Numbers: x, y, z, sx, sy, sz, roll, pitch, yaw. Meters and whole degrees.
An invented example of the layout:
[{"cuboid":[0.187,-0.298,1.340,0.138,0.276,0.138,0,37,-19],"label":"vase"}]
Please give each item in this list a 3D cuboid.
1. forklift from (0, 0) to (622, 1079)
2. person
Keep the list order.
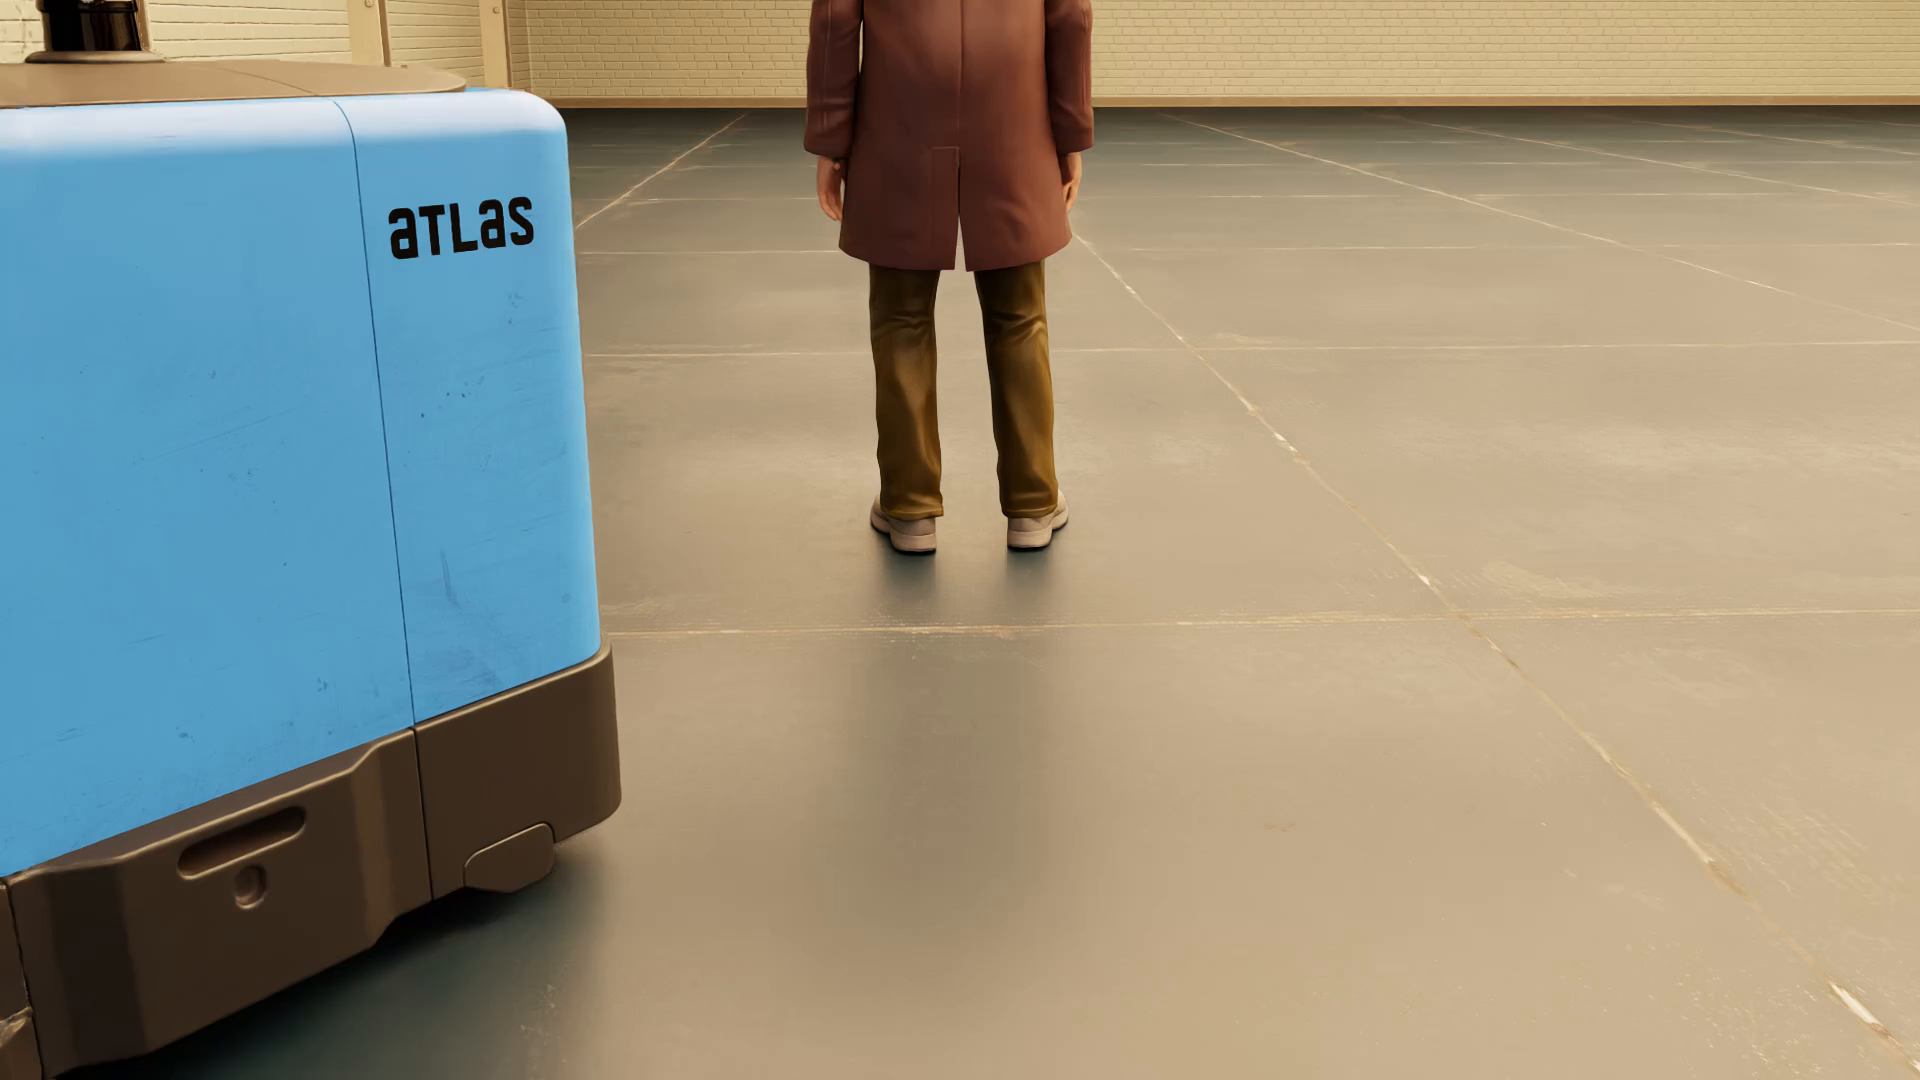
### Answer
[{"cuboid":[-1.787,-0.695,1.180,1.130,2.935,3.031,13,21,36],"label":"forklift"},{"cuboid":[-0.023,-0.857,3.689,0.645,1.772,0.434,-2,17,-6],"label":"person"}]
